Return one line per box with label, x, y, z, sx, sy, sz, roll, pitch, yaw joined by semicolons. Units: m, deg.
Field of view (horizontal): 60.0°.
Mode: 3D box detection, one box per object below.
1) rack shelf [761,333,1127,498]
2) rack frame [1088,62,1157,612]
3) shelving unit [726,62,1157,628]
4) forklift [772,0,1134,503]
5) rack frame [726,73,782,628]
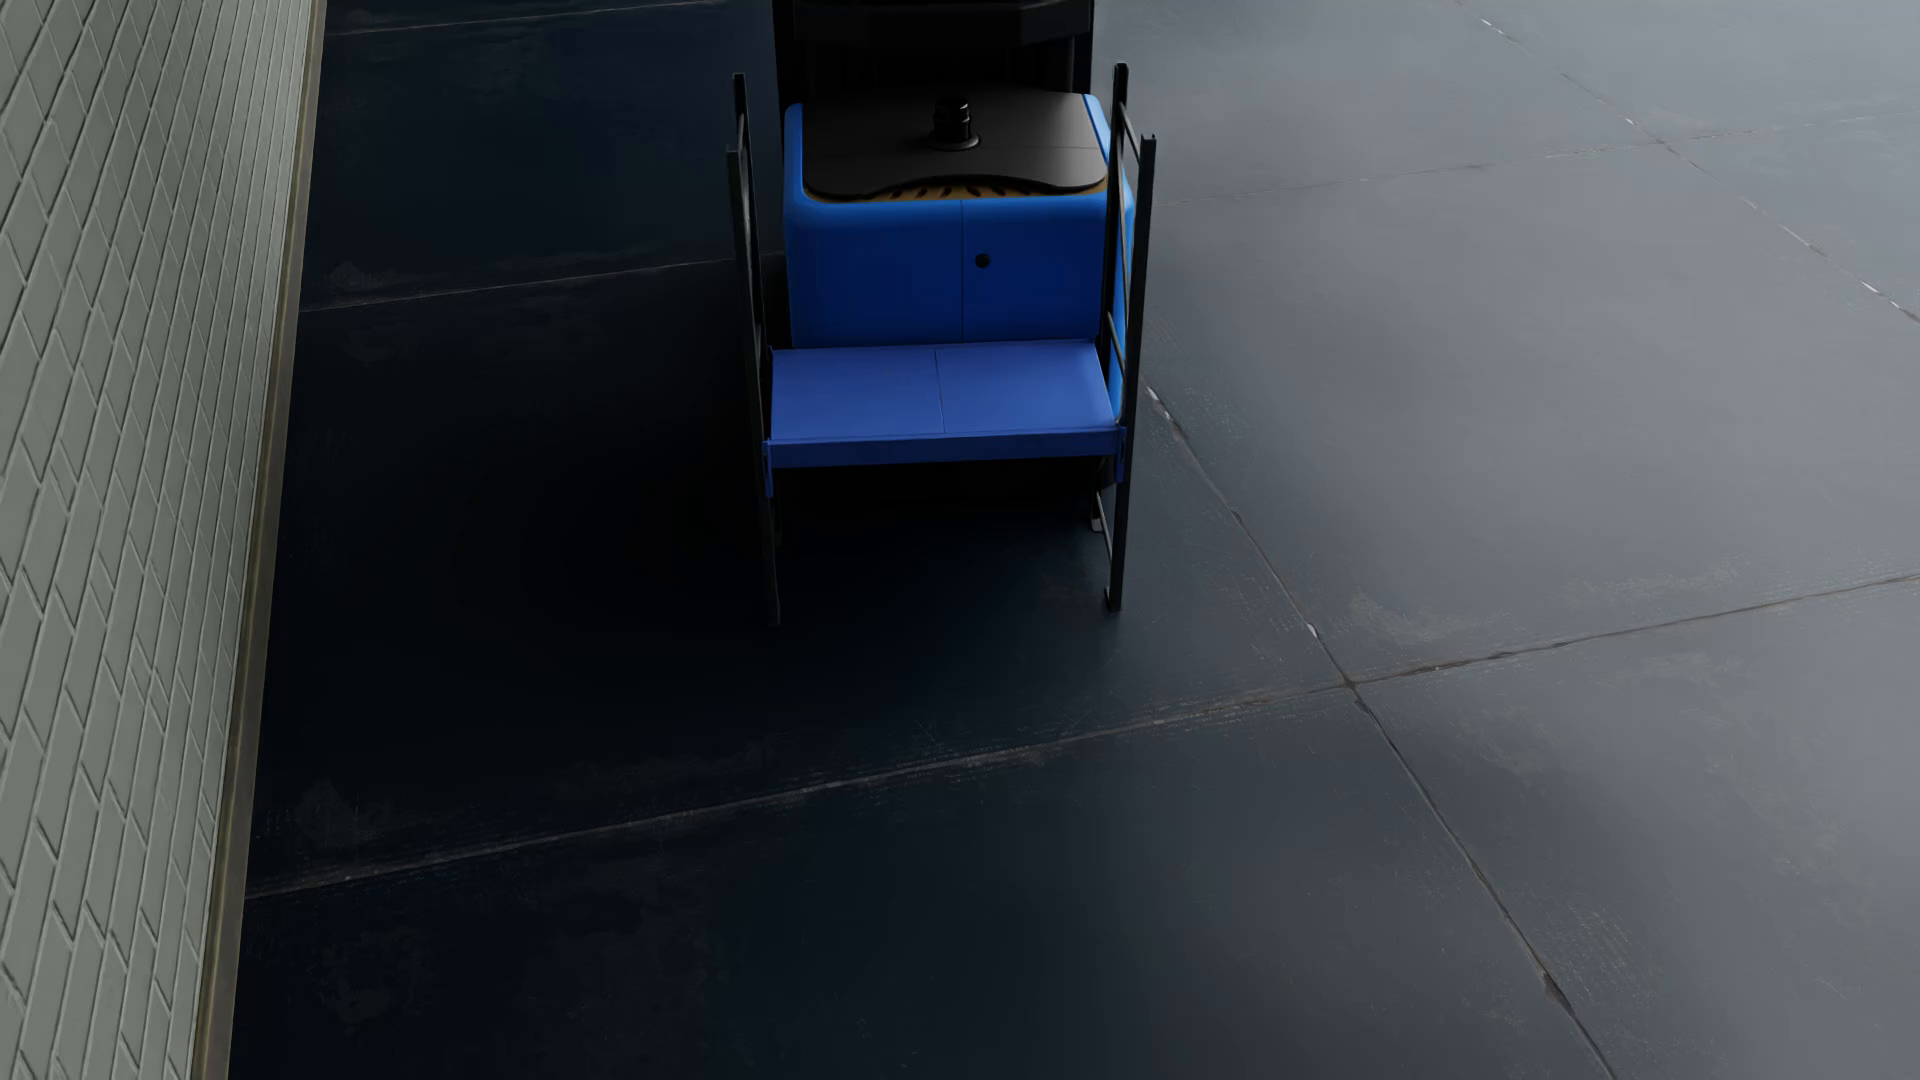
rack shelf;-0.059;-0.368;4.792;1.000;0.185;0.538;-3;37;-3
rack frame;0.448;-0.533;4.712;0.032;1.500;0.500;-3;37;-3
shelving unit;-0.059;-0.511;4.683;1.048;1.500;0.538;-3;37;-3
forklift;-0.109;-2.163;5.665;1.130;2.935;3.031;-3;37;-4
rack frame;-0.566;-0.488;4.654;0.032;1.500;0.500;-3;37;-3
